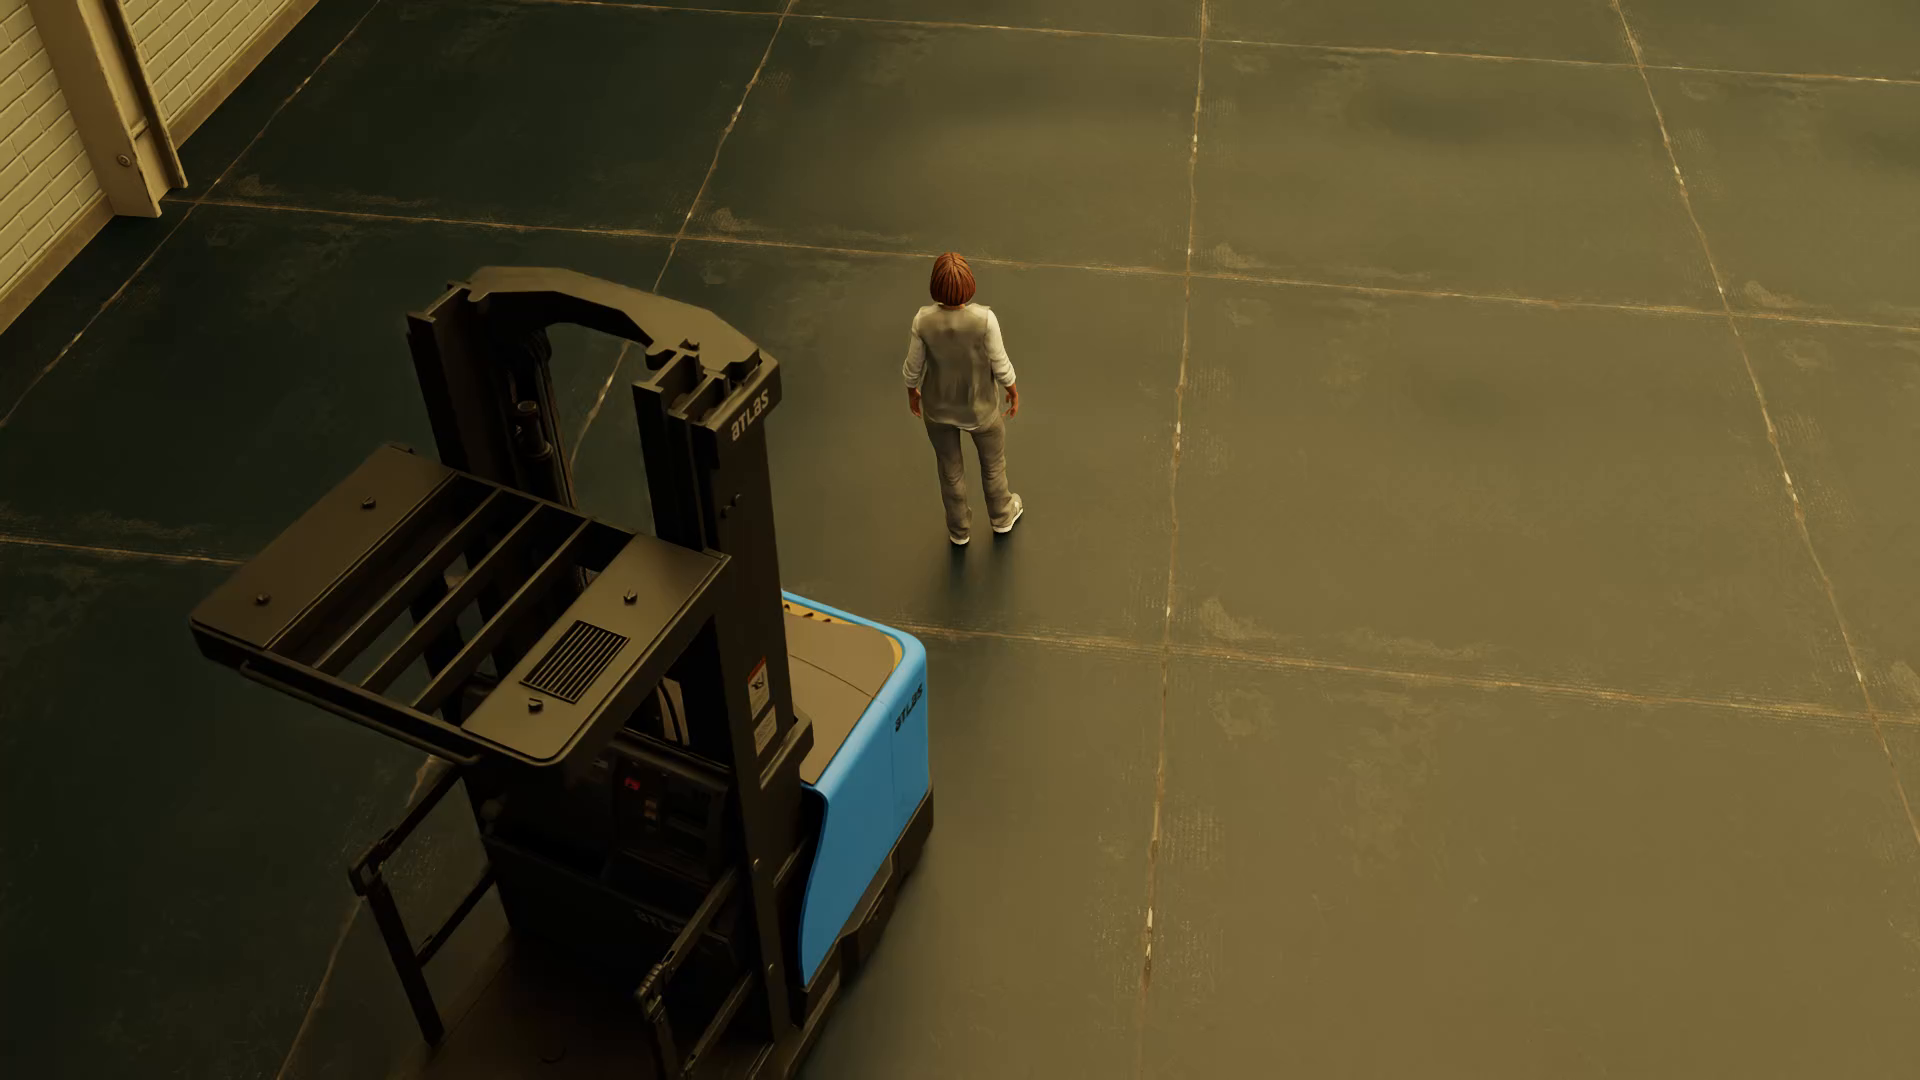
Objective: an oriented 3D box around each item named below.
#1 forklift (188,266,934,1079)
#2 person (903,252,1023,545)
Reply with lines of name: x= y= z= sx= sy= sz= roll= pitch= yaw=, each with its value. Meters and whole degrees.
forklift: x=-1.192 y=0.826 z=4.825 sx=1.130 sy=2.935 sz=3.031 roll=18 pitch=45 yaw=18
person: x=0.024 y=-0.641 z=7.398 sx=0.521 sy=1.596 sz=0.475 roll=5 pitch=43 yaw=6
